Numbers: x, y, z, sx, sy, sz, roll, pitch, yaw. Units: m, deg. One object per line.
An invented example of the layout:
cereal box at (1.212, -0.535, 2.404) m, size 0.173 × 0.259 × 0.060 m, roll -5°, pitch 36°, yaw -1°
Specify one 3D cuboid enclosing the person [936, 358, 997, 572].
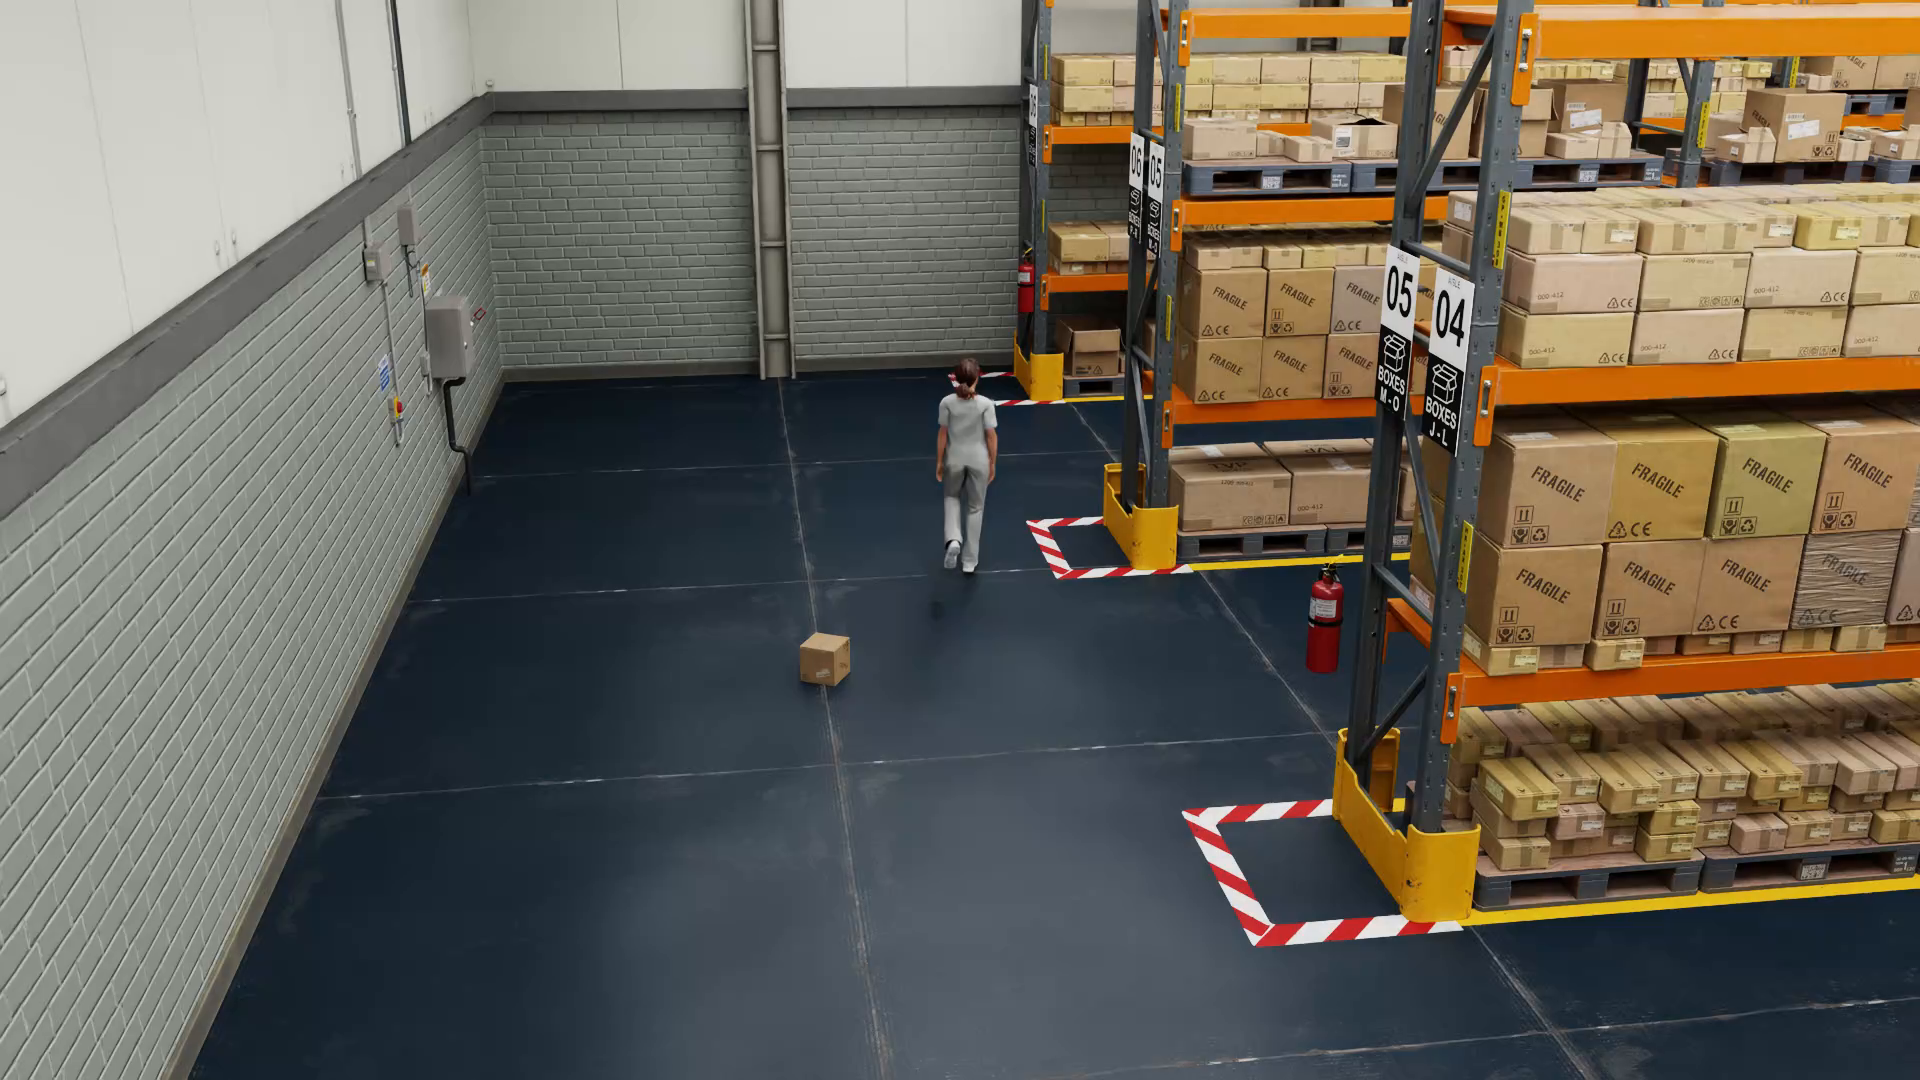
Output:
person at (0.055, -0.567, 12.548) m, size 0.467 × 1.665 × 0.471 m, roll 3°, pitch 20°, yaw 8°
